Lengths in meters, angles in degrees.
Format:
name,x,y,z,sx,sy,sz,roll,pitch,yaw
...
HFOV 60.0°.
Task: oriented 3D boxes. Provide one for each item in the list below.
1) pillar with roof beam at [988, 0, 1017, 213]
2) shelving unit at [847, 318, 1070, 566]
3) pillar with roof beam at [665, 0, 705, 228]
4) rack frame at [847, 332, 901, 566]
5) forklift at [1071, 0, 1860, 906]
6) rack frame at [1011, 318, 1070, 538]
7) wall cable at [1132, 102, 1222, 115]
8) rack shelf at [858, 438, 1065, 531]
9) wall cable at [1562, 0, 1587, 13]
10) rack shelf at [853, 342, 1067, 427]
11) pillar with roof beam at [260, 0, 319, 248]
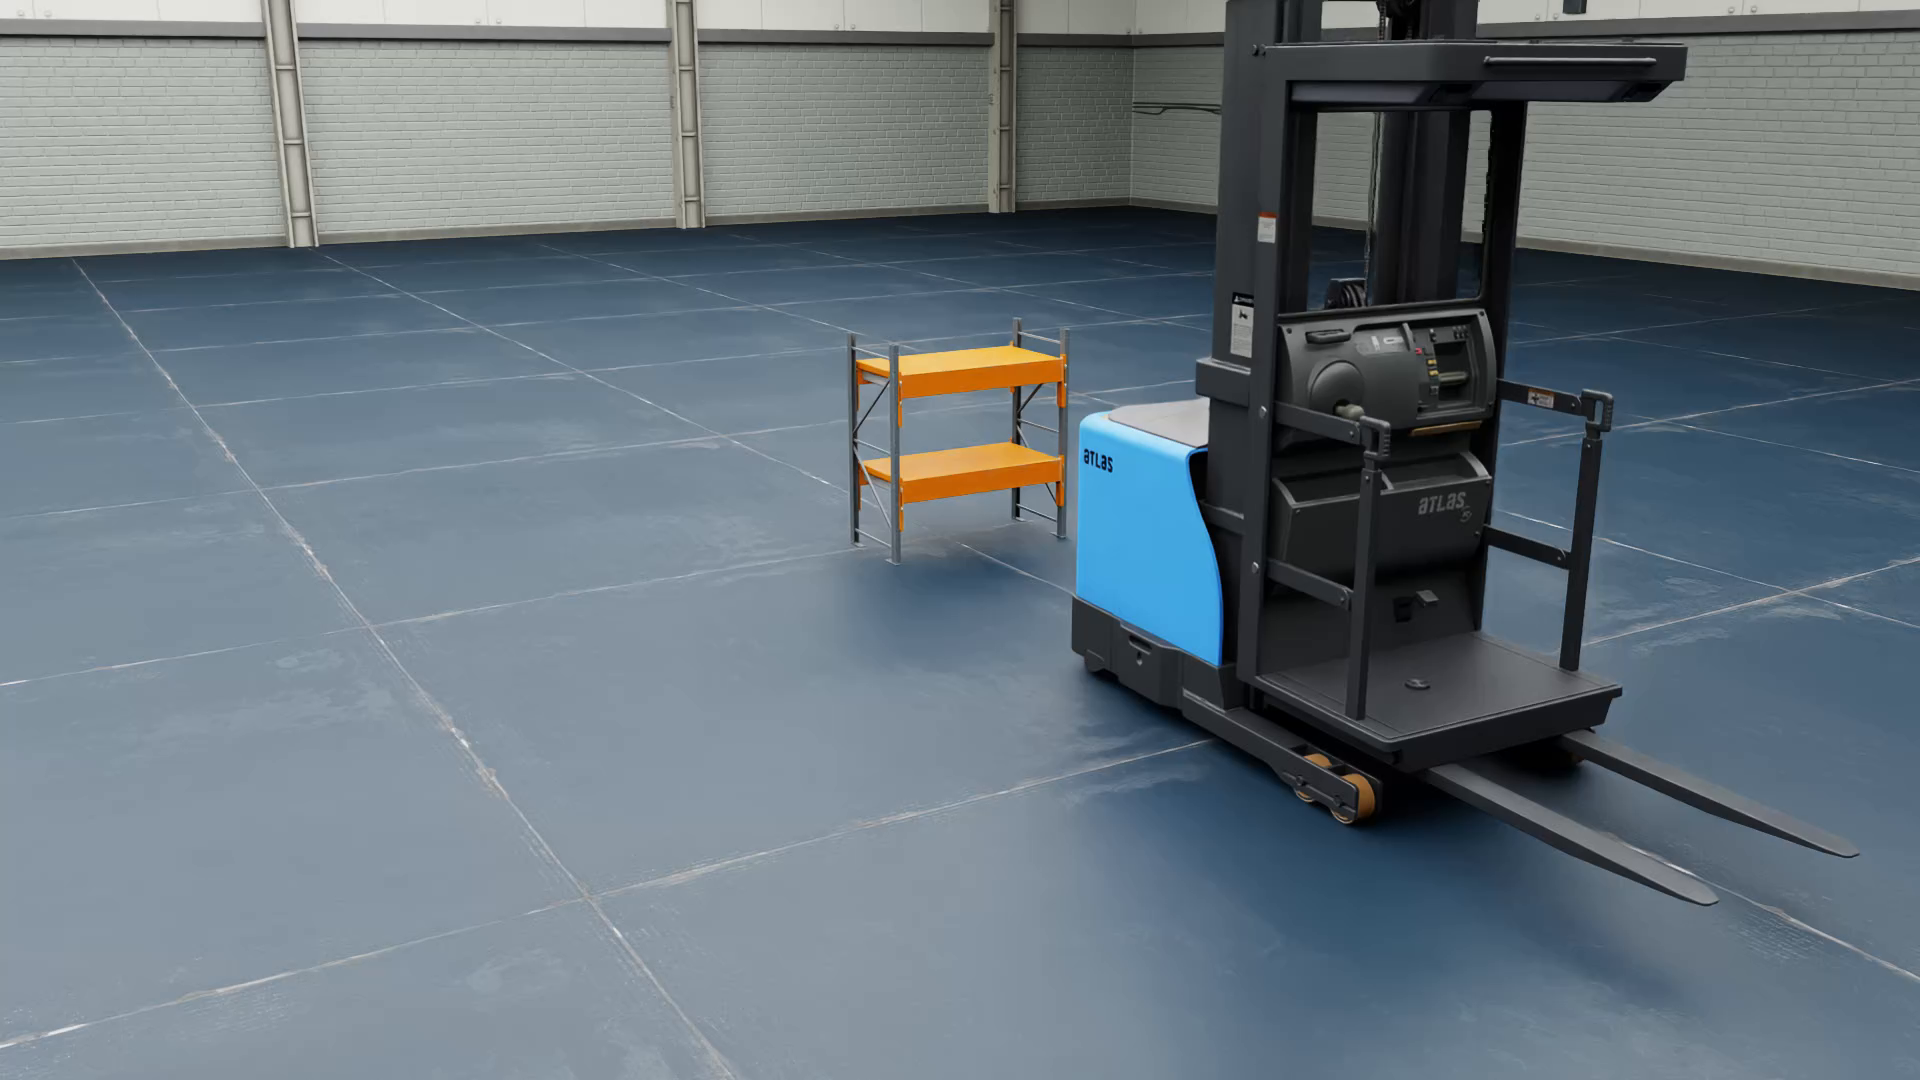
name,x,y,z,sx,sy,sz,roll,pitch,yaw
pillar with roof beam,2.970,-9.269,25.305,0.400,9.000,9.100,-9,18,-30
shelving unit,-0.006,-0.541,8.755,1.048,1.125,0.538,-9,18,-30
pillar with roof beam,-2.173,-8.435,22.330,0.400,9.000,9.100,-9,18,-30
rack frame,-0.442,-0.470,8.503,0.032,1.125,0.500,-9,18,-30
forklift,1.611,-0.604,5.634,1.130,2.935,3.031,-8,18,-27
rack frame,0.430,-0.611,9.007,0.032,1.125,0.500,-9,18,-30
wall cable,3.959,-8.874,29.647,0.112,2.526,3.097,-9,18,-30
rack shelf,-0.006,-0.305,8.821,1.000,0.278,0.538,-9,18,-30
wall cable,8.835,-9.808,20.926,0.169,6.003,2.305,-9,18,-30
rack shelf,-0.006,-0.823,8.676,1.000,0.278,0.538,-9,18,-30
pillar with roof beam,-7.316,-7.601,19.355,0.400,9.000,9.100,-9,18,-30
